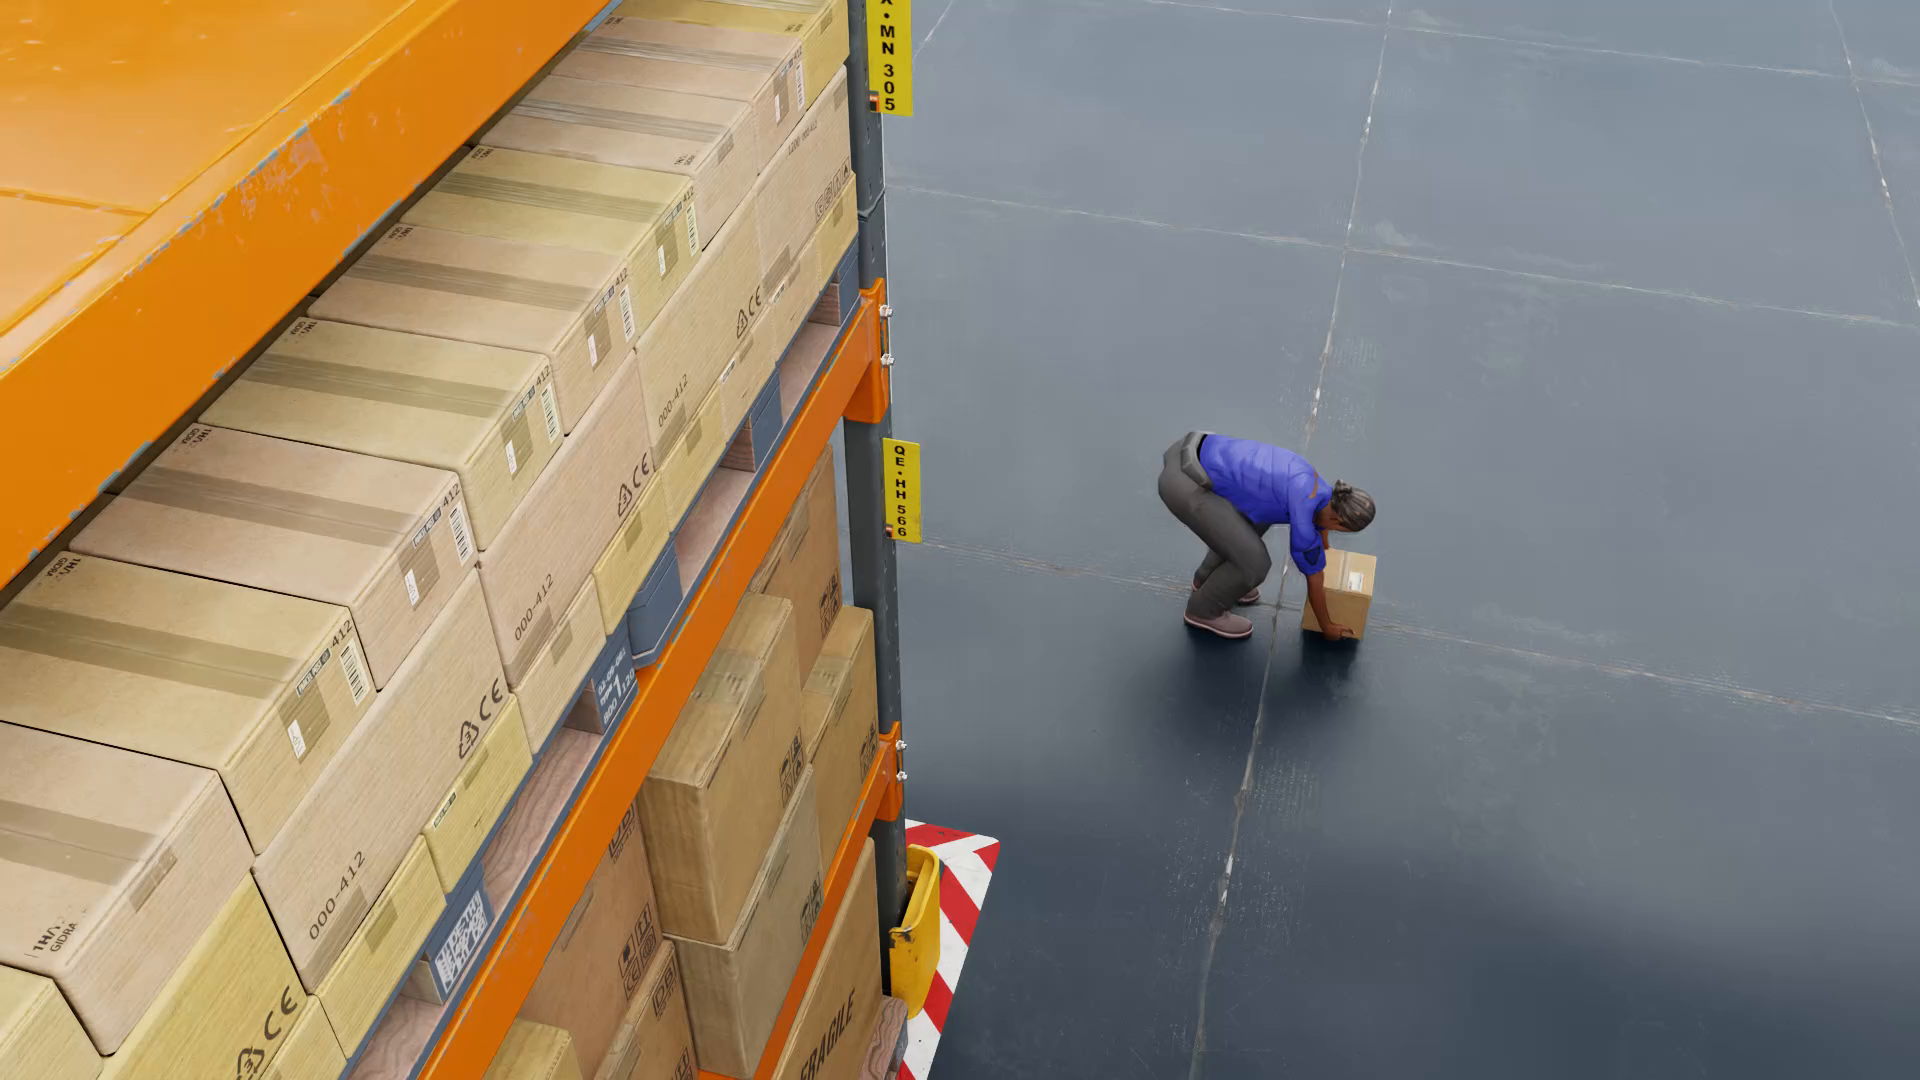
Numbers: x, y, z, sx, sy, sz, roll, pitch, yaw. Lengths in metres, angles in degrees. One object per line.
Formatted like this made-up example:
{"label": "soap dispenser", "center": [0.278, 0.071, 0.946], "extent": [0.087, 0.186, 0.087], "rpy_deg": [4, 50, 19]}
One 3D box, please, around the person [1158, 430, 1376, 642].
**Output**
{"label": "person", "center": [1.232, -0.015, 6.773], "extent": [0.882, 0.876, 0.443], "rpy_deg": [8, 42, 9]}
